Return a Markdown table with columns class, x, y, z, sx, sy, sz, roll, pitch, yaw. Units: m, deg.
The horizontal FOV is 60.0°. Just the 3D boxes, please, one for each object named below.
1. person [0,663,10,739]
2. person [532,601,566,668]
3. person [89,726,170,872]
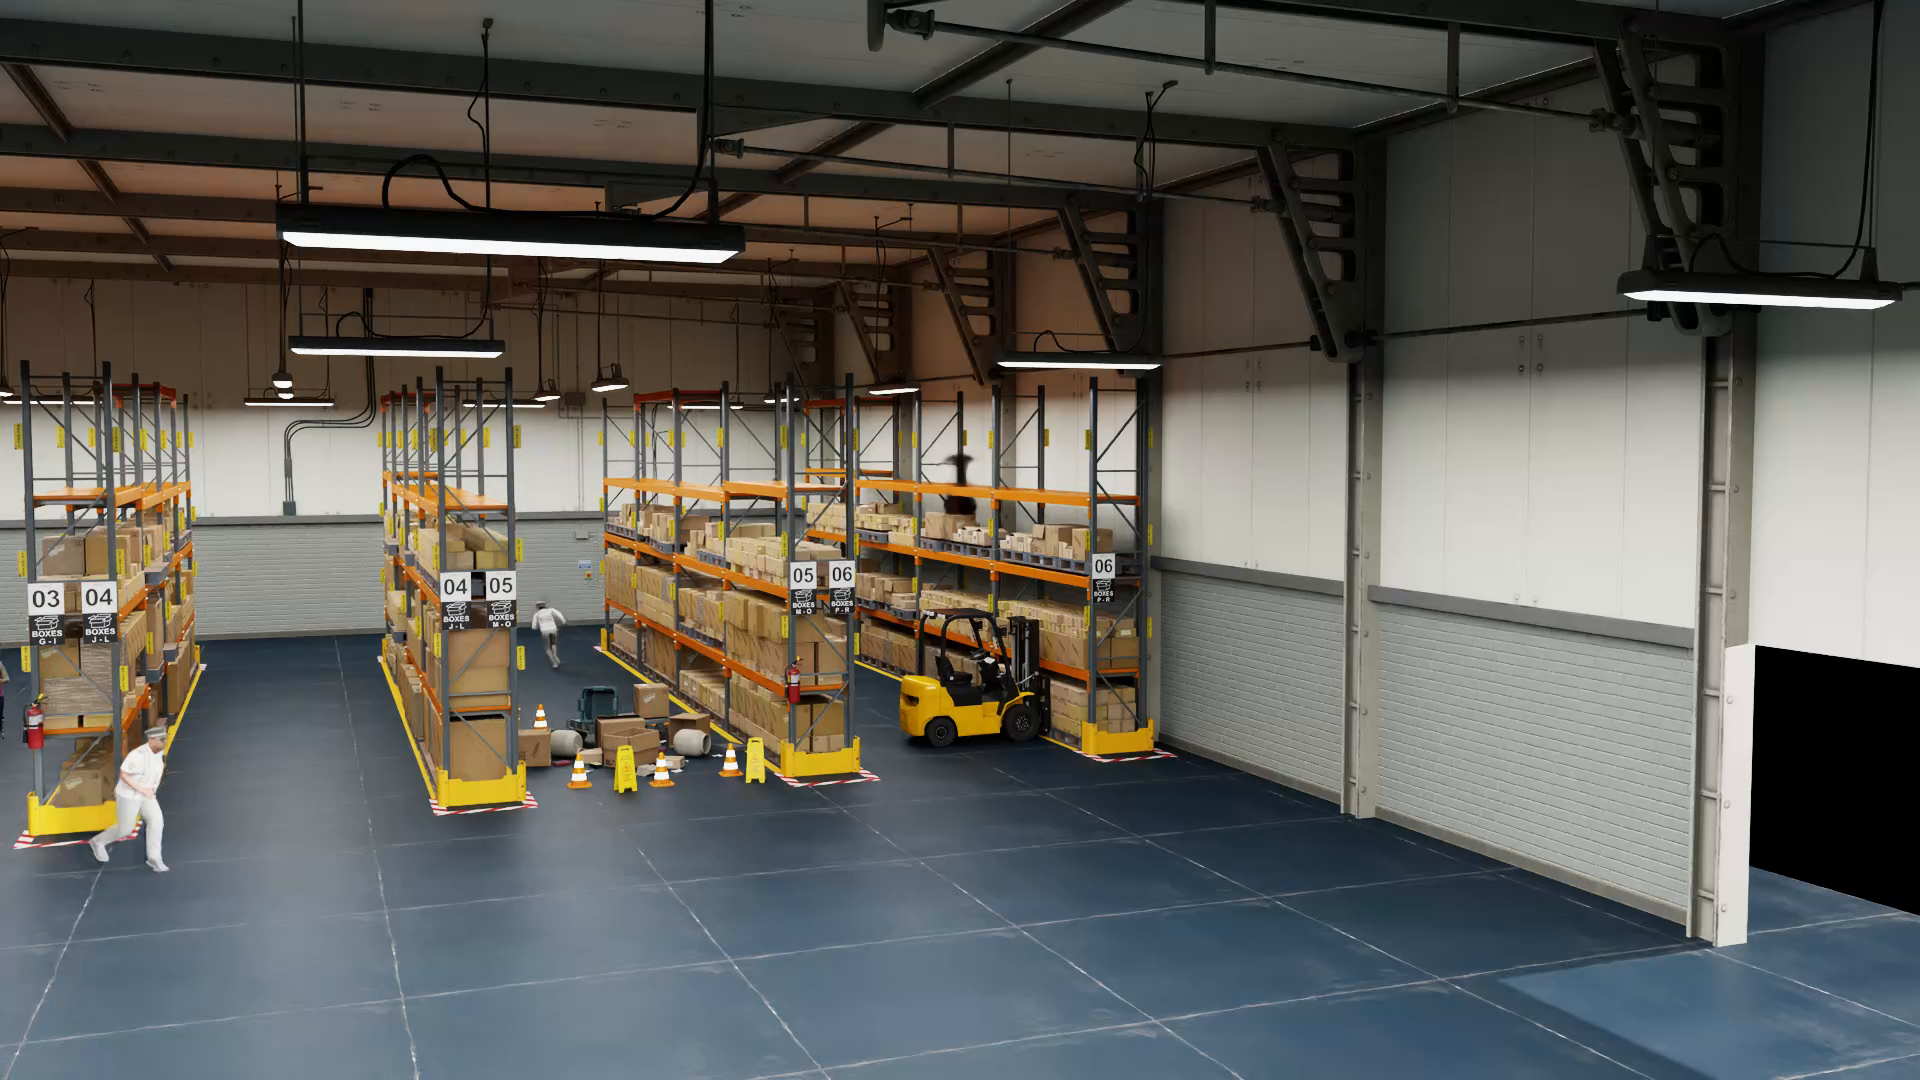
| class | x | y | z | sx | sy | sz | roll | pitch | yaw |
| --- | --- | --- | --- | --- | --- | --- | --- | --- | --- |
| person | -15.734 | 2.556 | 26.998 | 0.549 | 1.592 | 0.874 | -2 | 4 | -29 |
| person | -9.086 | 2.076 | 36.619 | 0.621 | 1.424 | 0.947 | -2 | 4 | -26 |
| person | -9.684 | 3.021 | 19.402 | 1.014 | 1.717 | 0.690 | 0 | 3 | 8 |
